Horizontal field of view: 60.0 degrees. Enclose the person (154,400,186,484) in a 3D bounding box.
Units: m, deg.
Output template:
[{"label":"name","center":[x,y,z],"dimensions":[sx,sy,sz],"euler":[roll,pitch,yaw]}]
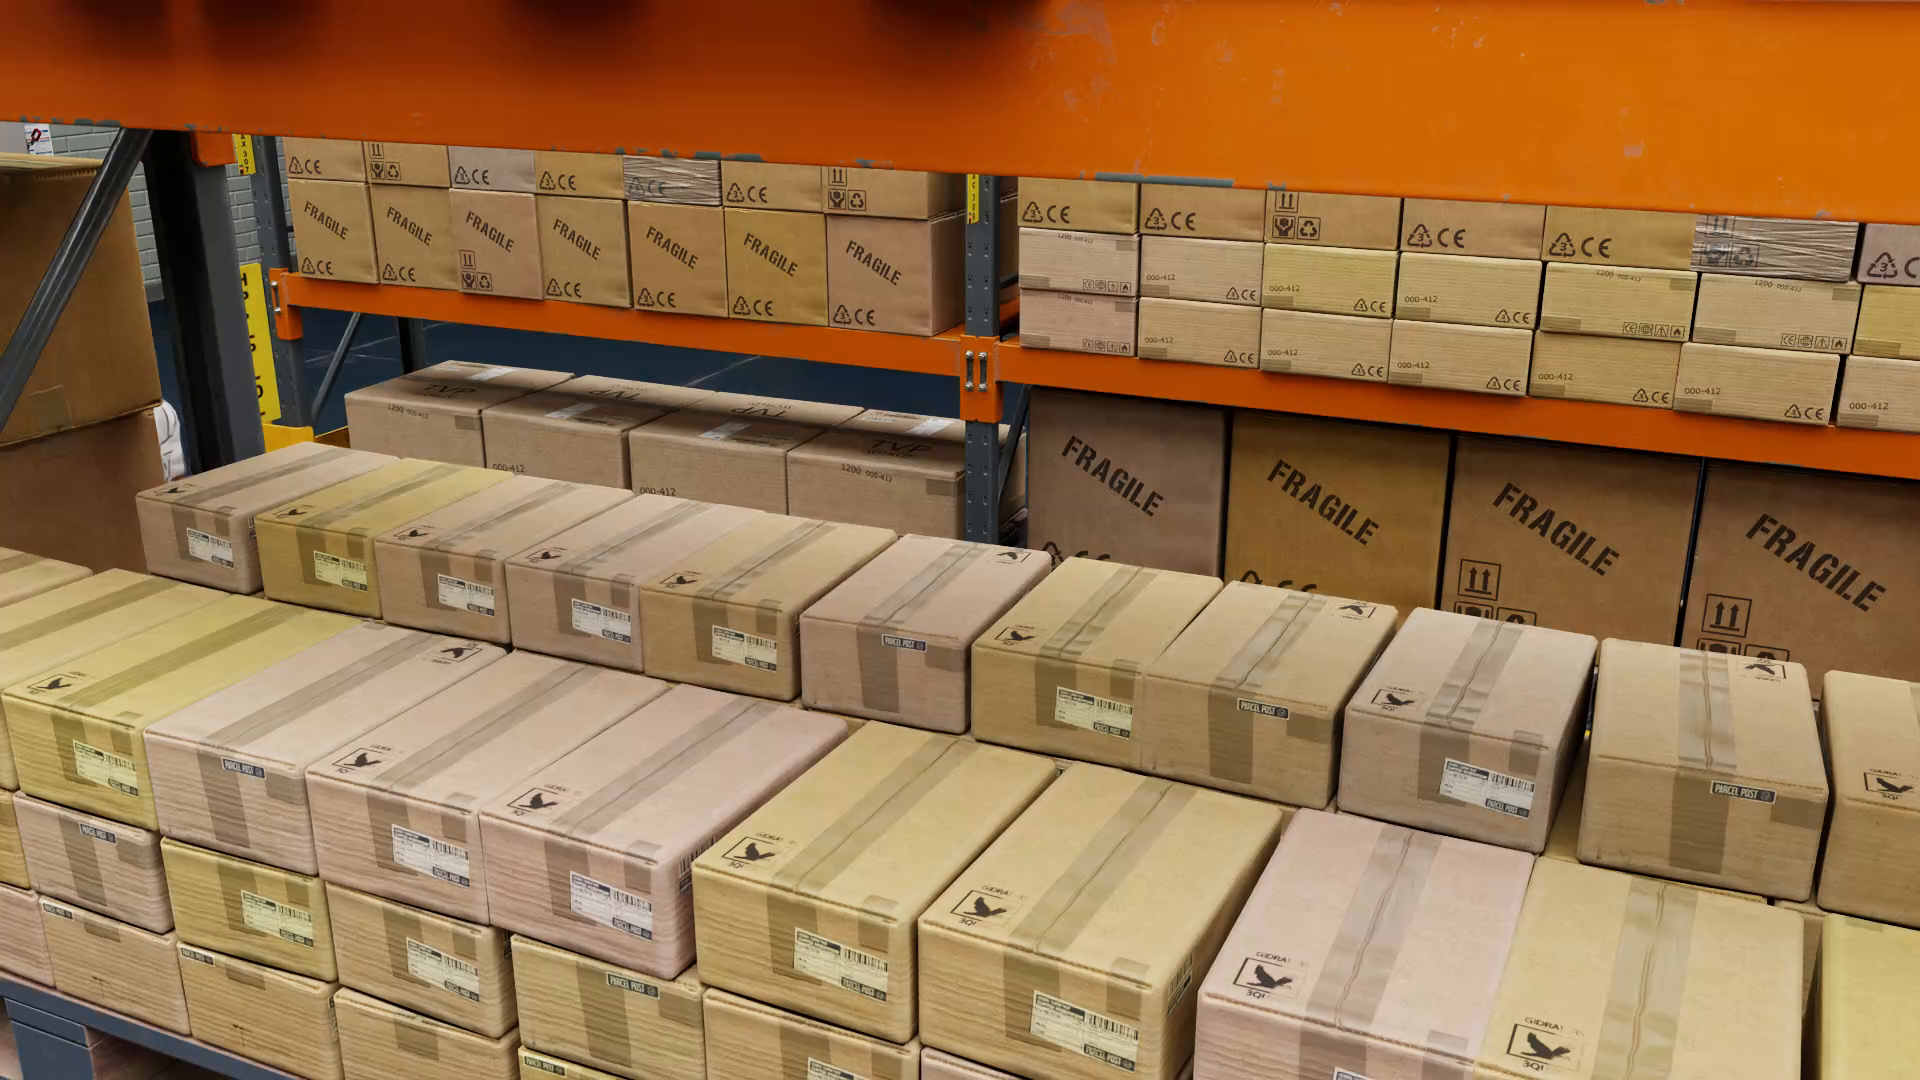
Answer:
[{"label":"person","center":[-2.813,0.086,5.769],"dimensions":[0.607,1.648,0.485],"euler":[5,20,14]}]
